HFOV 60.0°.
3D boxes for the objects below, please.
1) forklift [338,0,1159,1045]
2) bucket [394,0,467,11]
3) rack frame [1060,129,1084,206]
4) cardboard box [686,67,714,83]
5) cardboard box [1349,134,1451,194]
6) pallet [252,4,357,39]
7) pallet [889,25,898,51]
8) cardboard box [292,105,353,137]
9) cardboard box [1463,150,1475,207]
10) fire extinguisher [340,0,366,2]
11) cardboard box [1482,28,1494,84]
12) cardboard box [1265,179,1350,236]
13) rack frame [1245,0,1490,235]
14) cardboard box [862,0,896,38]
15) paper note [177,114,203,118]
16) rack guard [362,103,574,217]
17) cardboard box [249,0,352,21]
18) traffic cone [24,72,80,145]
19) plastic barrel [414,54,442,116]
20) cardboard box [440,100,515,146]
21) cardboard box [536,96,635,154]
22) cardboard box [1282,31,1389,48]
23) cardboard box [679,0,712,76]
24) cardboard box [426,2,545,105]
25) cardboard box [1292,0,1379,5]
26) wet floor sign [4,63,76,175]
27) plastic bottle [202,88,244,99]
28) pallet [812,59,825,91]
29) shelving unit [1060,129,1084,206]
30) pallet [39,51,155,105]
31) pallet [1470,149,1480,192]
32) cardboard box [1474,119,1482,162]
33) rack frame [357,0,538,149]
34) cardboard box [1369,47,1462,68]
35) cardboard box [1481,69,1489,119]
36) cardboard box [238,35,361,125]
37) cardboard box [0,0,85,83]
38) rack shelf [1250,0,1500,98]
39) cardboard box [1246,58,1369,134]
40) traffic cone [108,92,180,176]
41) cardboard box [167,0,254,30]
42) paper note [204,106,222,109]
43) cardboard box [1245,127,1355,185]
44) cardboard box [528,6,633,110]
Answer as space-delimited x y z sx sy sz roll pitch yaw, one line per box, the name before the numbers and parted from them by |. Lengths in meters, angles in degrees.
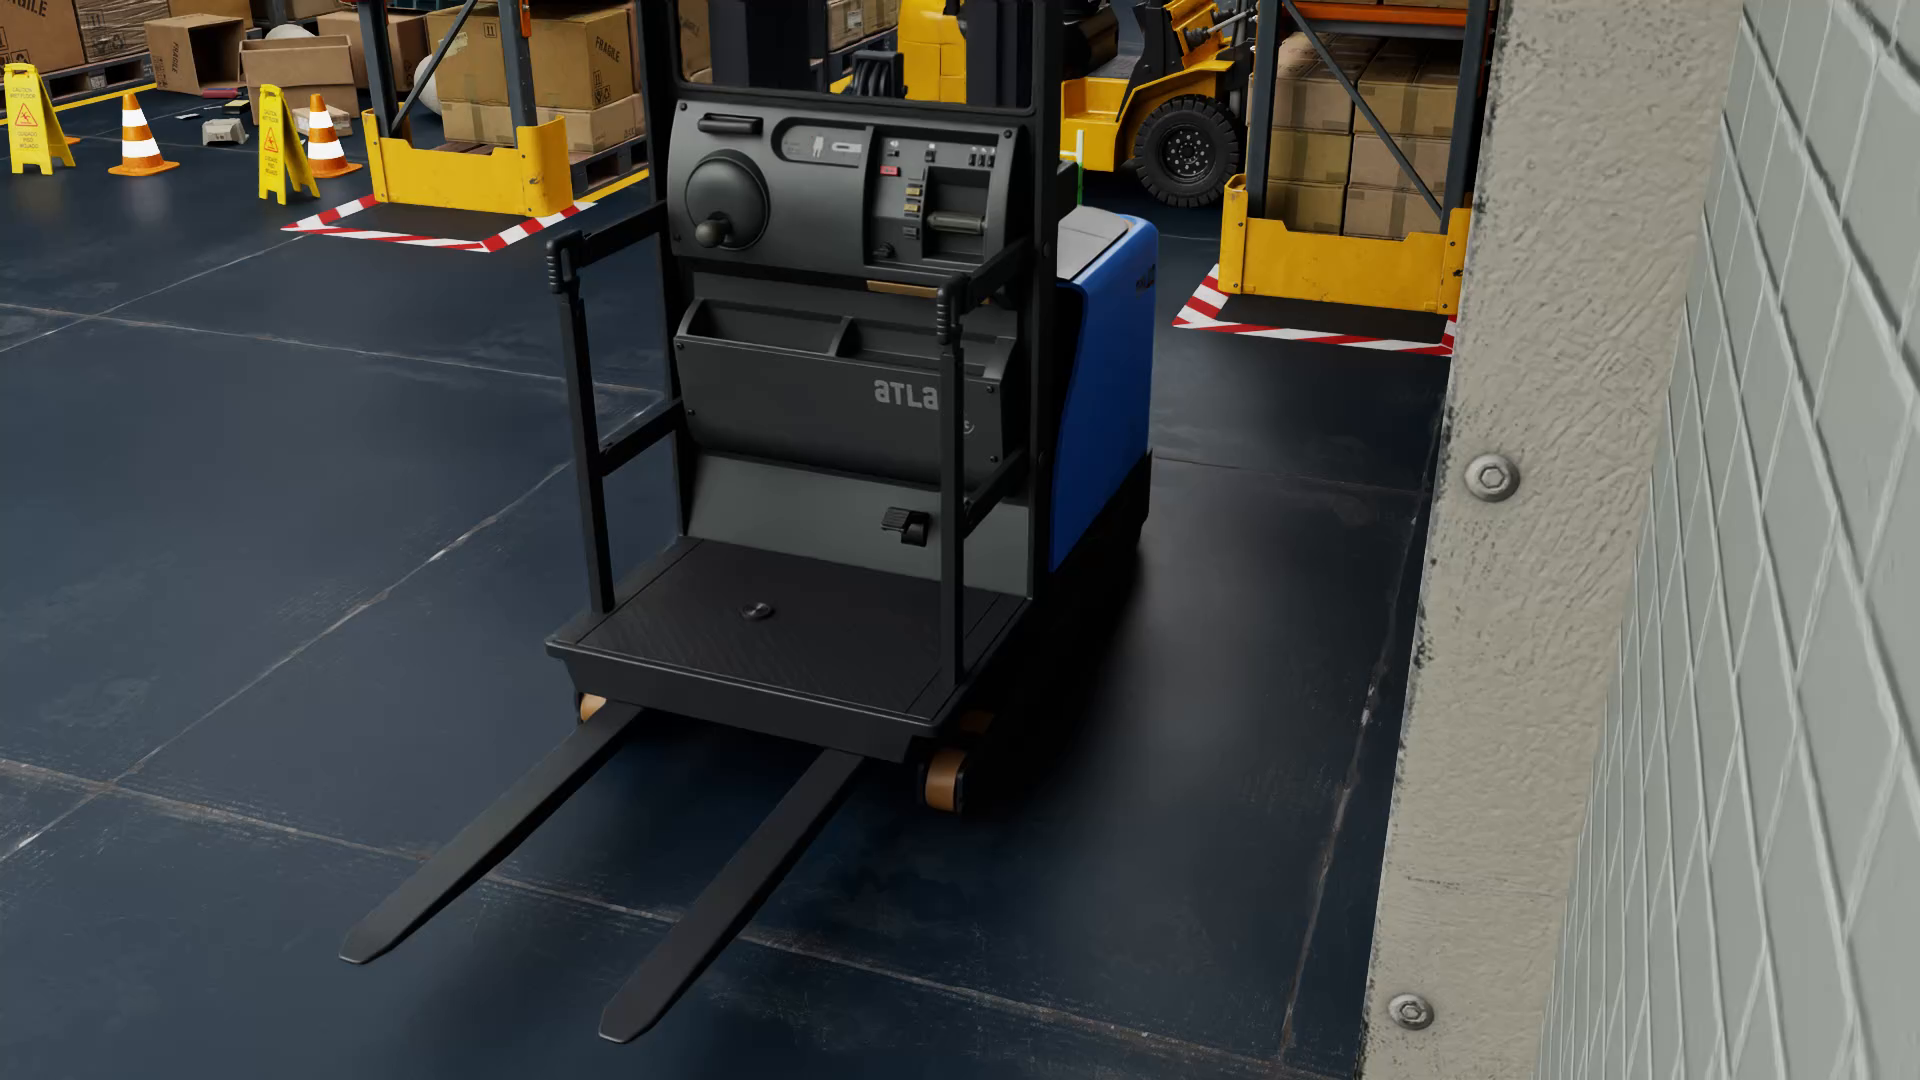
forklift | -0.381 -0.843 3.945 1.130 2.935 3.031 10 28 19
bucket | -4.071 -4.409 13.242 0.726 0.611 0.620 20 22 35
rack frame | 0.313 -0.890 6.028 0.240 1.200 0.015 10 28 19
cardboard box | -1.954 -2.946 10.882 0.500 0.250 0.500 11 28 21
cardboard box | 2.205 -1.889 8.126 0.500 0.250 0.500 9 27 18
pallet | -6.015 -4.661 14.951 1.003 0.211 1.213 9 27 17
pallet | -0.837 -4.480 14.577 1.003 0.211 1.213 9 27 17
cardboard box | -4.299 -2.816 11.212 0.250 0.149 0.380 -20 33 -36
cardboard box | 2.394 -1.878 8.677 0.500 0.250 0.500 9 27 18
fire extinguisher | -3.302 -3.253 8.932 0.296 0.674 0.183 9 27 17
cardboard box | 2.707 -2.741 9.311 0.500 0.250 0.500 8 27 16
cardboard box | 1.711 -1.740 8.392 0.500 0.250 0.500 9 27 18
rack frame | 1.852 -2.550 7.391 1.000 3.000 0.127 9 27 17
cardboard box | -1.090 -4.430 13.807 0.950 0.372 0.625 11 28 21
paper note | -5.422 -2.988 11.705 0.144 0.017 0.142 20 32 35
rack guard | -2.804 -2.174 9.483 1.175 0.500 0.348 9 27 17
cardboard box | -6.078 -5.033 14.619 1.050 0.750 0.750 9 27 17
traffic cone | -6.015 -2.815 10.849 0.336 0.463 0.334 9 27 17
plastic barrel | -3.570 -3.177 11.642 0.421 0.421 0.512 -14 29 -27
cardboard box | -2.806 -2.601 10.169 0.500 0.250 0.500 9 27 17
cardboard box | -2.301 -2.511 9.984 0.500 0.250 0.500 9 27 17
cardboard box | 2.034 -2.605 9.031 0.500 0.250 0.500 9 27 18
cardboard box | -1.949 -3.279 10.709 0.500 0.500 0.500 9 27 18
cardboard box | -2.809 -2.924 9.977 0.500 0.500 0.500 9 27 18
cardboard box | 1.768 -2.835 7.865 0.500 0.500 0.500 8 27 16
wet floor sign | -5.674 -2.586 10.166 0.267 0.644 0.232 4 26 8
plastic bottle | -5.457 -3.319 12.352 0.283 0.061 0.133 0 26 -1
pallet | -1.689 -3.376 12.296 1.003 0.211 1.213 9 27 17
shelving unit | 0.224 -0.791 5.824 0.258 1.200 0.503 10 28 19
pallet | -6.931 -3.529 12.613 1.003 0.211 1.213 9 27 17
pallet | 2.475 -2.115 9.692 1.003 0.211 1.213 9 27 17
cardboard box | 2.706 -2.297 9.542 0.500 0.250 0.500 9 27 18
rack frame | -2.830 -3.268 8.874 1.000 3.000 0.127 9 27 17
cardboard box | 2.354 -2.327 8.457 0.500 0.250 0.500 9 27 18
cardboard box | 2.708 -2.514 9.417 0.500 0.250 0.500 9 27 17
cardboard box | -4.633 -3.233 11.667 0.797 0.503 0.637 -9 27 -18
cardboard box | -7.077 -3.827 11.985 0.875 0.875 0.875 8 27 17
rack shelf | 2.518 -3.048 9.245 1.077 0.370 4.000 9 27 17
cardboard box | 1.711 -2.186 8.165 0.500 0.250 0.500 10 27 19
traffic cone | -5.063 -2.511 10.222 0.336 0.463 0.334 9 27 17
cardboard box | -6.475 -4.573 13.525 0.875 0.875 0.875 9 27 18
paper note | -5.391 -3.121 12.000 0.123 0.001 0.032 -20 33 -36
cardboard box | 1.719 -1.972 8.296 0.500 0.250 0.500 8 27 17
cardboard box | -2.293 -2.858 9.841 0.500 0.500 0.500 8 27 16
